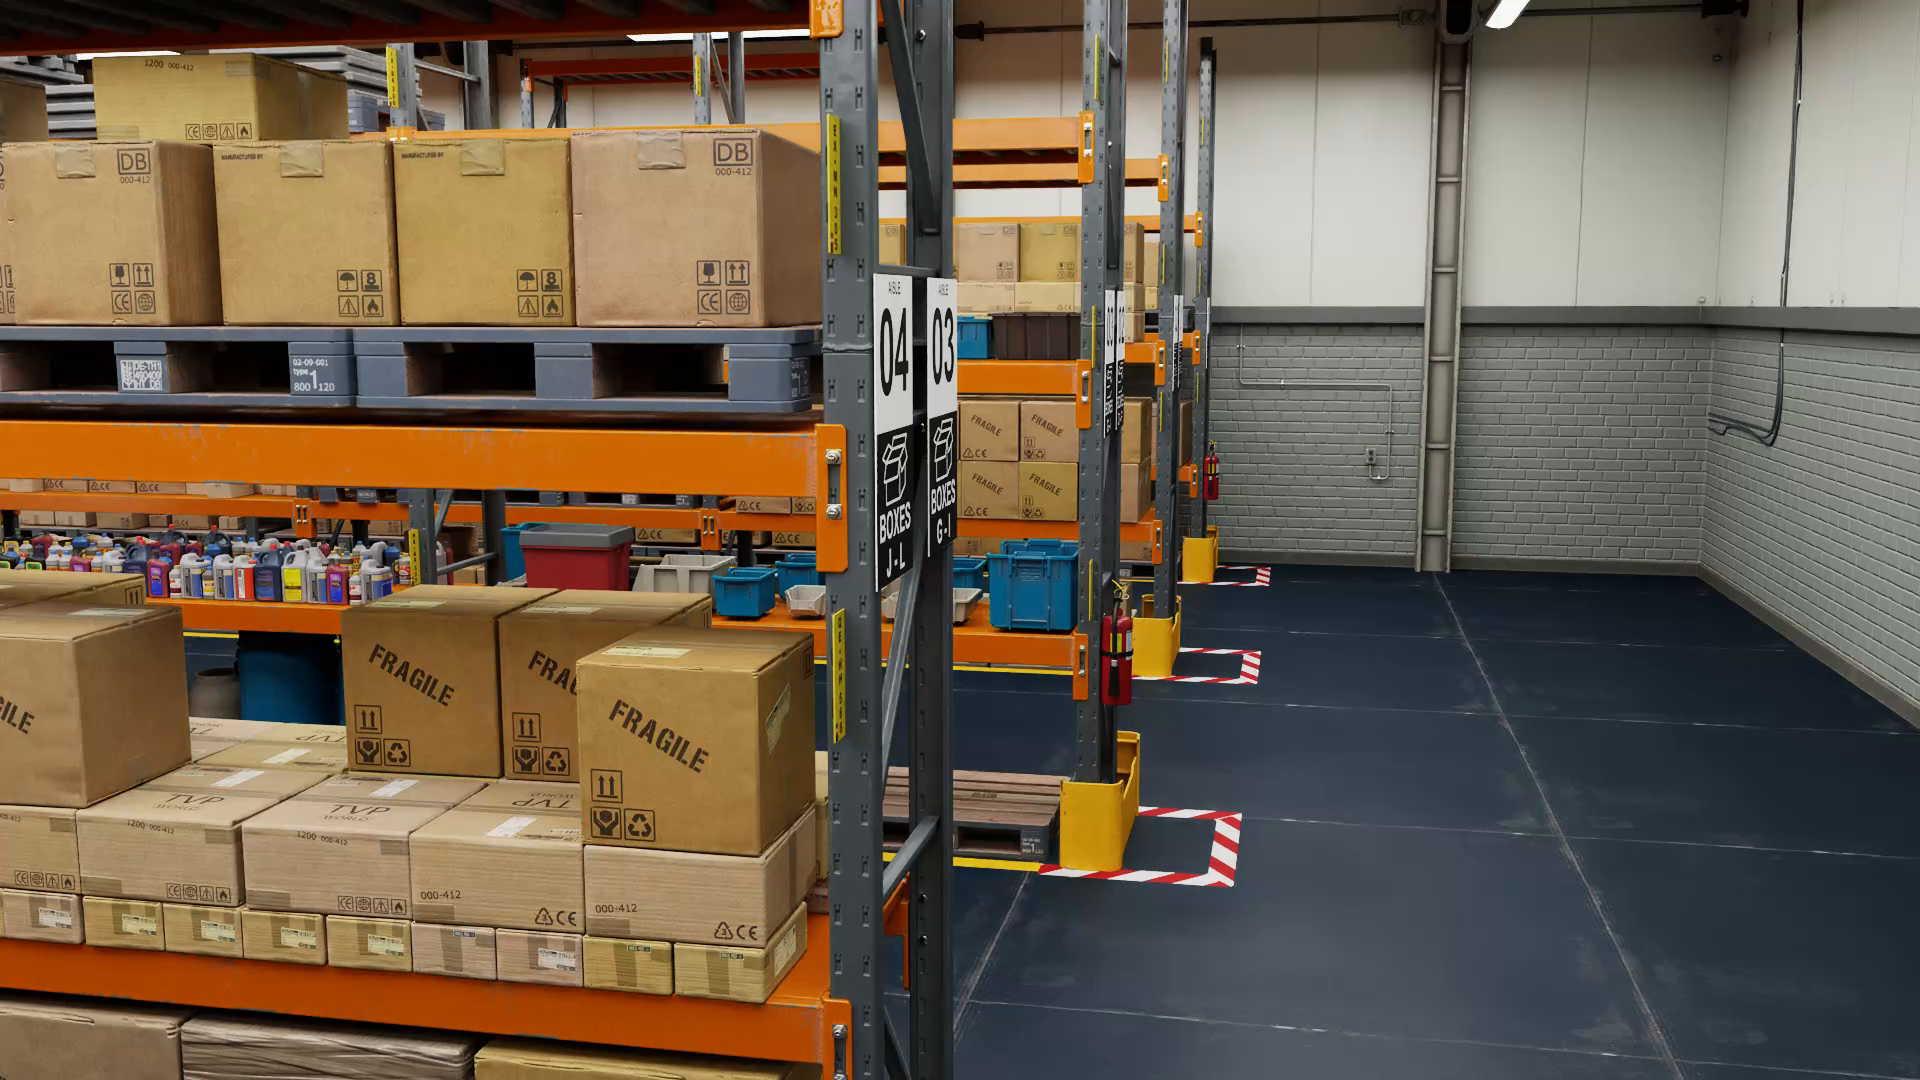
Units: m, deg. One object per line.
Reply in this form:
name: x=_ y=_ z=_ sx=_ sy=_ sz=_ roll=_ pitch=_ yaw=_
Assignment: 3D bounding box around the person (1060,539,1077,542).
person: x=0.945 y=-0.008 z=16.224 sx=0.508 sy=1.699 sz=0.491 roll=2 pitch=8 yaw=11
